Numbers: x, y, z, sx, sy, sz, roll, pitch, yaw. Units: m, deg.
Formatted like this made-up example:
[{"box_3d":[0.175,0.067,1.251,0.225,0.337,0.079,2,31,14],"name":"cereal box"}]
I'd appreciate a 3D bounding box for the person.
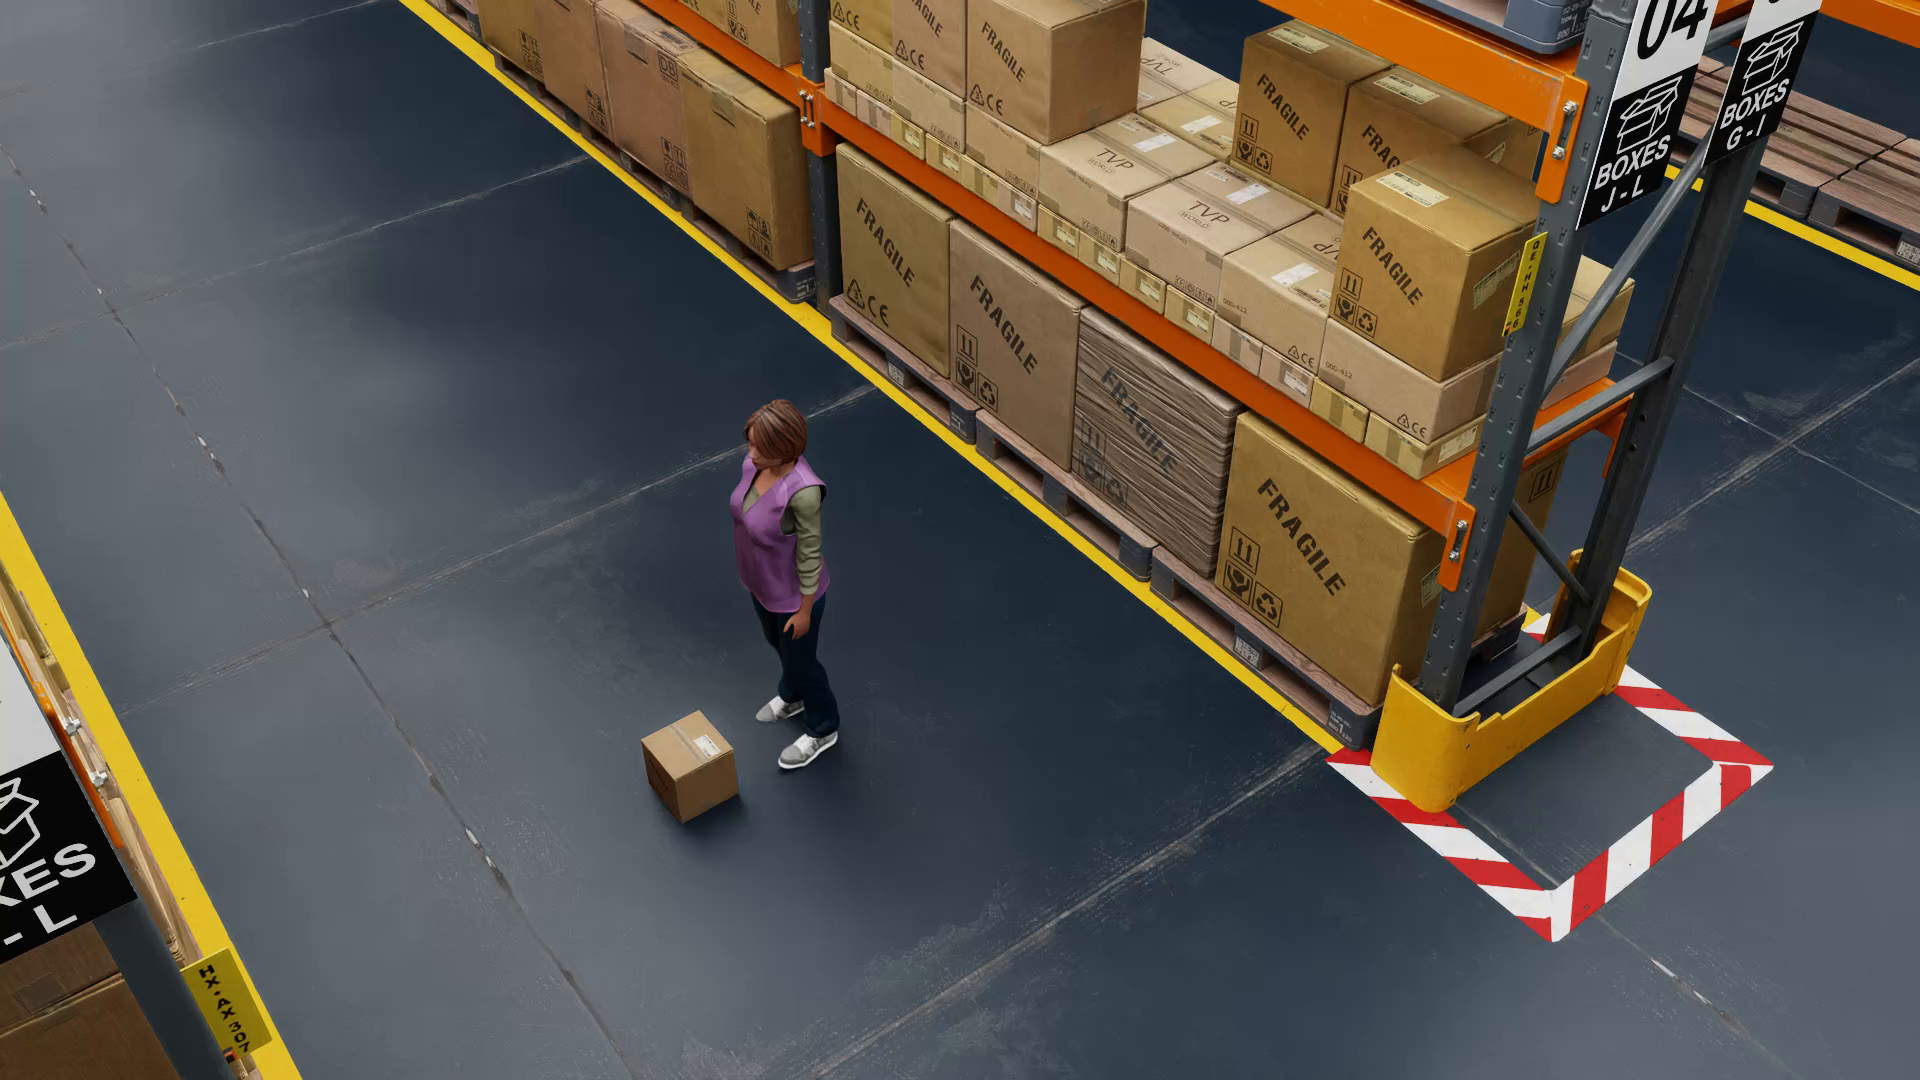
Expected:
[{"box_3d":[-0.619,0.172,5.982,0.319,1.618,0.413,-26,47,-27],"name":"person"}]
